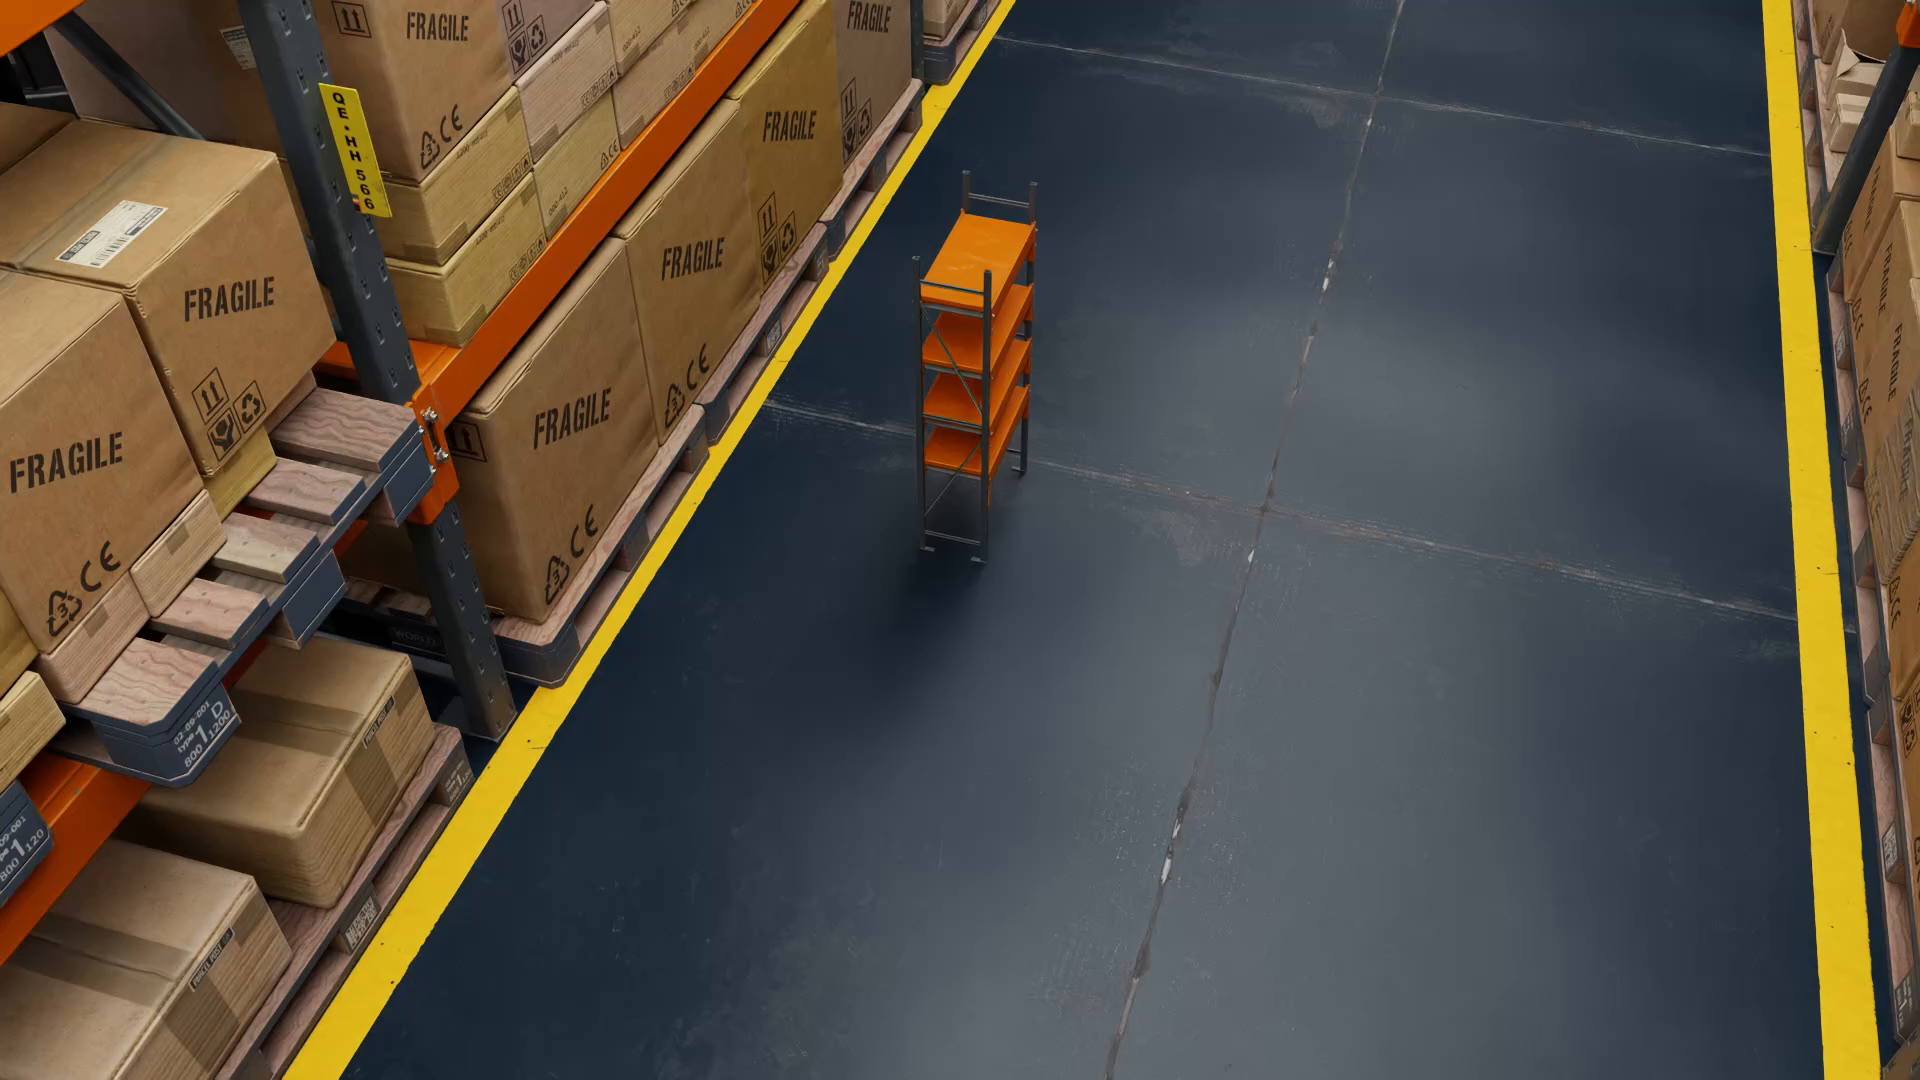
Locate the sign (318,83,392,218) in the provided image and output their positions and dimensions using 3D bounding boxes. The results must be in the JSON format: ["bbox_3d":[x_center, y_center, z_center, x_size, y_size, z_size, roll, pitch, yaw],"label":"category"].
[{"bbox_3d":[-1.353,-0.867,3.720,0.100,0.325,0.005,13,46,13],"label":"sign"}]

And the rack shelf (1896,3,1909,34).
[{"bbox_3d":[4.675,-3.284,7.475,1.077,0.370,4.000,13,46,13],"label":"rack shelf"}]

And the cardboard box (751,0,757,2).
[{"bbox_3d":[-0.884,-2.179,5.939,0.500,0.250,0.500,11,46,11],"label":"cardboard box"}]

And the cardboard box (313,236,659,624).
[{"bbox_3d":[-1.585,-0.424,5.257,0.875,0.875,0.875,12,46,12],"label":"cardboard box"}]

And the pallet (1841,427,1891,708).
[{"bbox_3d":[3.492,0.155,5.441,1.003,0.211,1.213,13,46,13],"label":"pallet"}]

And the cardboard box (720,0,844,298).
[{"bbox_3d":[-1.040,-1.613,6.473,0.875,0.875,0.875,14,46,14],"label":"cardboard box"}]

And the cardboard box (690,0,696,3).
[{"bbox_3d":[-0.998,-2.010,5.409,0.500,0.250,0.500,13,46,13],"label":"cardboard box"}]

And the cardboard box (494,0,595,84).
[{"bbox_3d":[-1.350,-1.593,4.447,0.500,0.500,0.500,13,46,13],"label":"cardboard box"}]

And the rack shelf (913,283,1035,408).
[{"bbox_3d":[0.050,-0.651,5.334,0.258,0.148,0.480,13,46,13],"label":"rack shelf"}]

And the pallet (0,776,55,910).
[{"bbox_3d":[-2.434,0.806,2.918,1.003,0.211,1.213,13,46,13],"label":"pallet"}]

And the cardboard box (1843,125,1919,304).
[{"bbox_3d":[3.709,-1.190,6.308,0.500,0.500,0.500,14,46,14],"label":"cardboard box"}]

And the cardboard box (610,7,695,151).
[{"bbox_3d":[-1.182,-1.504,5.250,0.500,0.250,0.500,14,46,14],"label":"cardboard box"}]

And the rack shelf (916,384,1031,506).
[{"bbox_3d":[0.050,-0.349,5.629,0.258,0.148,0.480,13,46,13],"label":"rack shelf"}]

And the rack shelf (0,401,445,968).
[{"bbox_3d":[-2.479,1.000,3.098,1.077,0.370,4.000,13,46,13],"label":"rack shelf"}]

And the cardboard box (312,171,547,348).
[{"bbox_3d":[-1.485,-0.810,4.540,0.500,0.250,0.500,12,46,12],"label":"cardboard box"}]

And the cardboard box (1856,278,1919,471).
[{"bbox_3d":[3.402,-0.501,5.604,0.500,0.500,0.500,11,45,11],"label":"cardboard box"}]

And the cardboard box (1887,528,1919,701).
[{"bbox_3d":[3.099,0.194,4.894,0.500,0.500,0.500,14,46,14],"label":"cardboard box"}]

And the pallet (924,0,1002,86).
[{"bbox_3d":[-0.357,-2.750,8.410,1.003,0.211,1.213,13,46,13],"label":"pallet"}]

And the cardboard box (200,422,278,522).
[{"bbox_3d":[-1.761,-0.188,3.677,0.380,0.149,0.250,13,46,13],"label":"cardboard box"}]

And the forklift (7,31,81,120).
[{"bbox_3d":[-3.543,-1.661,5.352,3.031,2.935,1.130,-8,45,-8],"label":"forklift"}]

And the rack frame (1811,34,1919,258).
[{"bbox_3d":[4.070,-2.208,5.861,1.000,3.000,0.127,13,46,13],"label":"rack frame"}]

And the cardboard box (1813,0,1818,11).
[{"bbox_3d":[4.454,-2.850,8.005,0.500,0.500,0.500,13,46,13],"label":"cardboard box"}]

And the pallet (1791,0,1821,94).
[{"bbox_3d":[4.646,-2.484,8.138,1.003,0.211,1.213,13,46,13],"label":"pallet"}]

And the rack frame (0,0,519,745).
[{"bbox_3d":[-1.873,-0.590,4.209,1.000,3.000,0.127,13,46,13],"label":"rack frame"}]

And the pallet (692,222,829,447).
[{"bbox_3d":[-1.192,-0.914,6.533,1.003,0.211,1.213,13,46,13],"label":"pallet"}]

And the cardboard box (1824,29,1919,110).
[{"bbox_3d":[4.067,-2.052,7.357,0.396,0.266,0.258,14,46,14],"label":"cardboard box"}]

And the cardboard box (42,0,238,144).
[{"bbox_3d":[-1.966,-1.383,4.233,0.500,0.500,0.500,11,46,11],"label":"cardboard box"}]

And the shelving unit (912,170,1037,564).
[{"bbox_3d":[0.050,-0.539,5.443,0.258,1.200,0.503,13,46,13],"label":"shelving unit"}]

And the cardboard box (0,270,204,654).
[{"bbox_3d":[-1.892,-0.174,3.198,0.500,0.500,0.500,12,46,12],"label":"cardboard box"}]

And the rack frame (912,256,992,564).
[{"bbox_3d":[-0.024,-0.377,5.277,0.240,1.200,0.015,13,46,13],"label":"rack frame"}]

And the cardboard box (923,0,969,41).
[{"bbox_3d":[-0.370,-2.887,8.087,0.875,0.438,0.875,12,46,12],"label":"cardboard box"}]

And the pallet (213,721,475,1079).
[{"bbox_3d":[-2.111,0.927,4.652,1.003,0.211,1.213,13,46,13],"label":"pallet"}]

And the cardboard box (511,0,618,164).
[{"bbox_3d":[-1.327,-1.345,4.730,0.500,0.250,0.500,14,46,13],"label":"cardboard box"}]

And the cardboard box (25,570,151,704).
[{"bbox_3d":[-1.878,0.155,3.326,0.380,0.149,0.250,11,45,11],"label":"cardboard box"}]

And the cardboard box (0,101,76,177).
[{"bbox_3d":[-2.230,-0.632,3.666,0.500,0.500,0.500,11,46,11],"label":"cardboard box"}]

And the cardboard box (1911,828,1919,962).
[{"bbox_3d":[2.782,0.874,4.199,0.500,0.500,0.500,14,46,14],"label":"cardboard box"}]

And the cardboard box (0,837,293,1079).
[{"bbox_3d":[-2.270,1.067,4.094,0.950,0.372,0.625,12,46,12],"label":"cardboard box"}]
